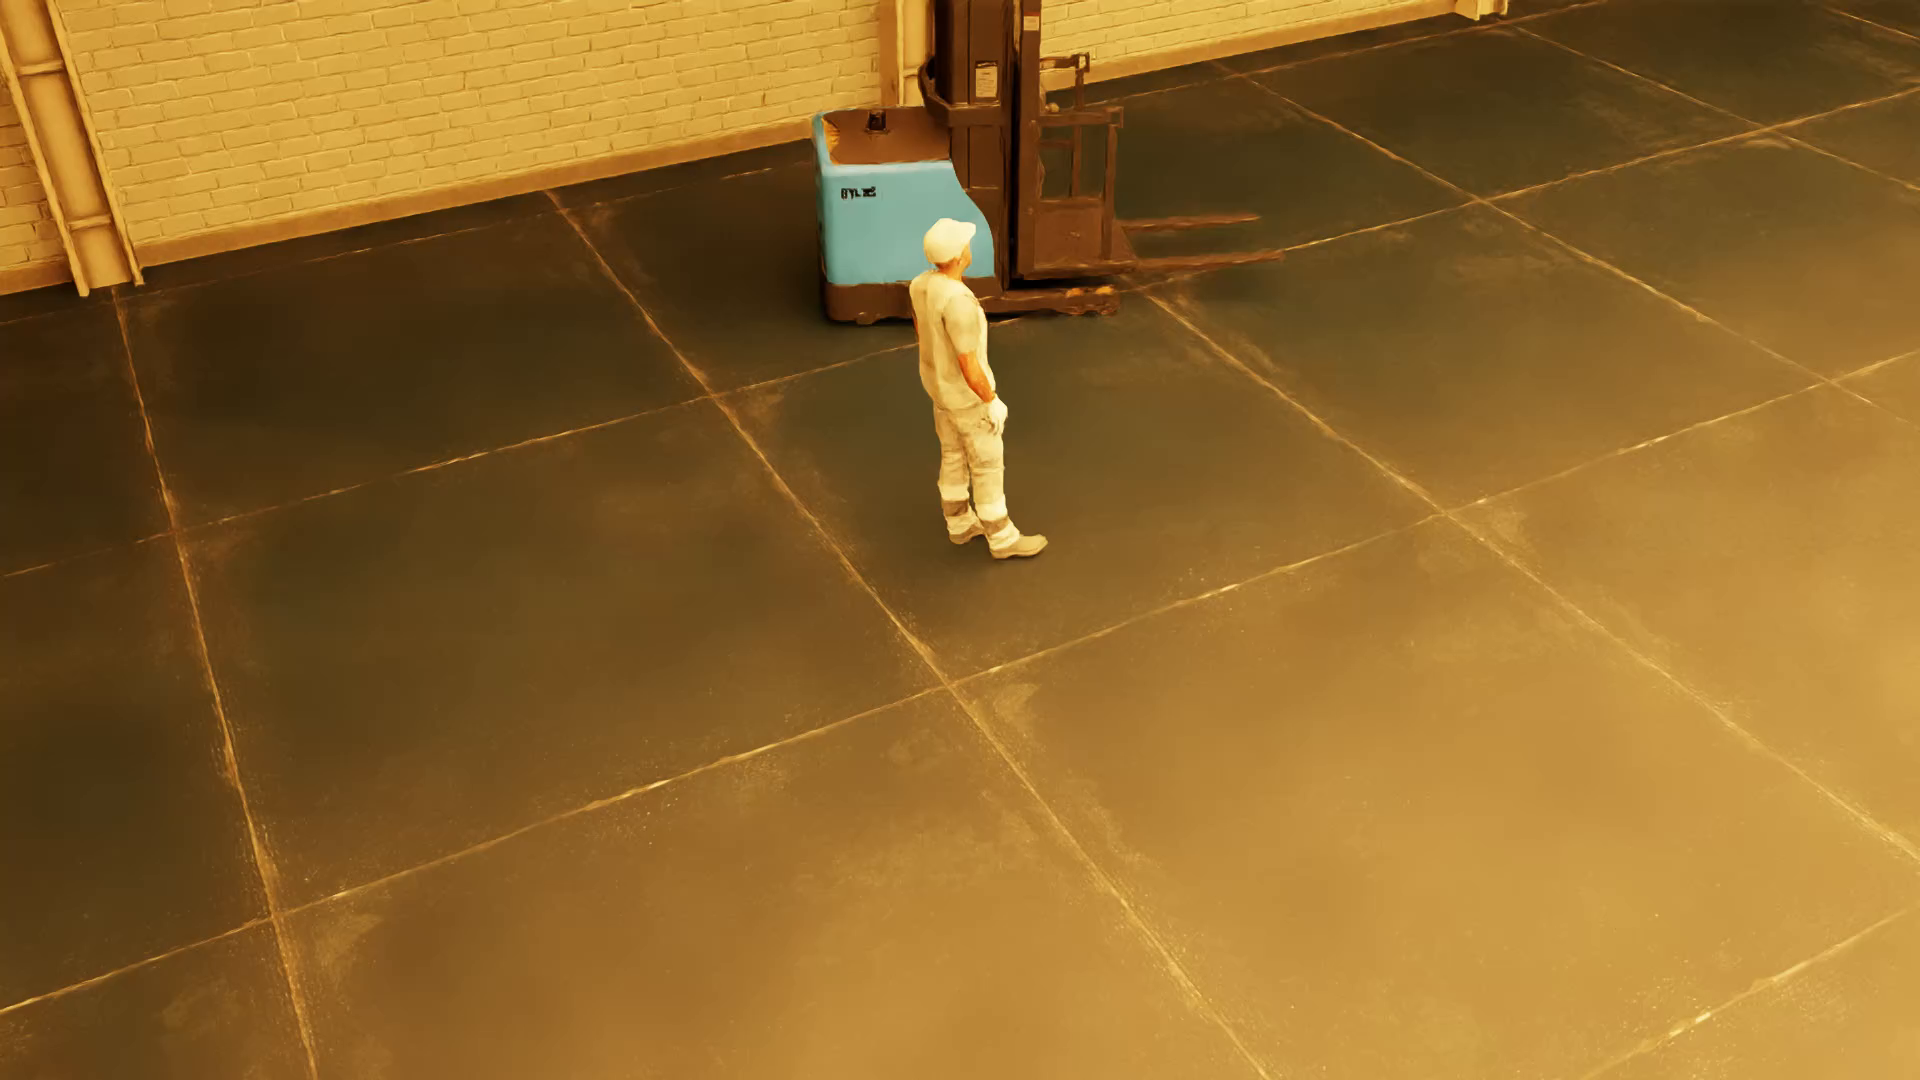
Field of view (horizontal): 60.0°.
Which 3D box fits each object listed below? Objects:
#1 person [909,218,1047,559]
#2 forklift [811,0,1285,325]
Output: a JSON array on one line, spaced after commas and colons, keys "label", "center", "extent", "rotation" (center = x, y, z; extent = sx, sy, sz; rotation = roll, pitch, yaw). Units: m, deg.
[{"label": "person", "center": [0.076, -0.752, 8.165], "extent": [0.563, 1.787, 0.637], "rotation": [-17, 39, -23]}, {"label": "forklift", "center": [0.590, -2.940, 10.283], "extent": [3.031, 2.935, 1.130], "rotation": [-5, 36, -7]}]
